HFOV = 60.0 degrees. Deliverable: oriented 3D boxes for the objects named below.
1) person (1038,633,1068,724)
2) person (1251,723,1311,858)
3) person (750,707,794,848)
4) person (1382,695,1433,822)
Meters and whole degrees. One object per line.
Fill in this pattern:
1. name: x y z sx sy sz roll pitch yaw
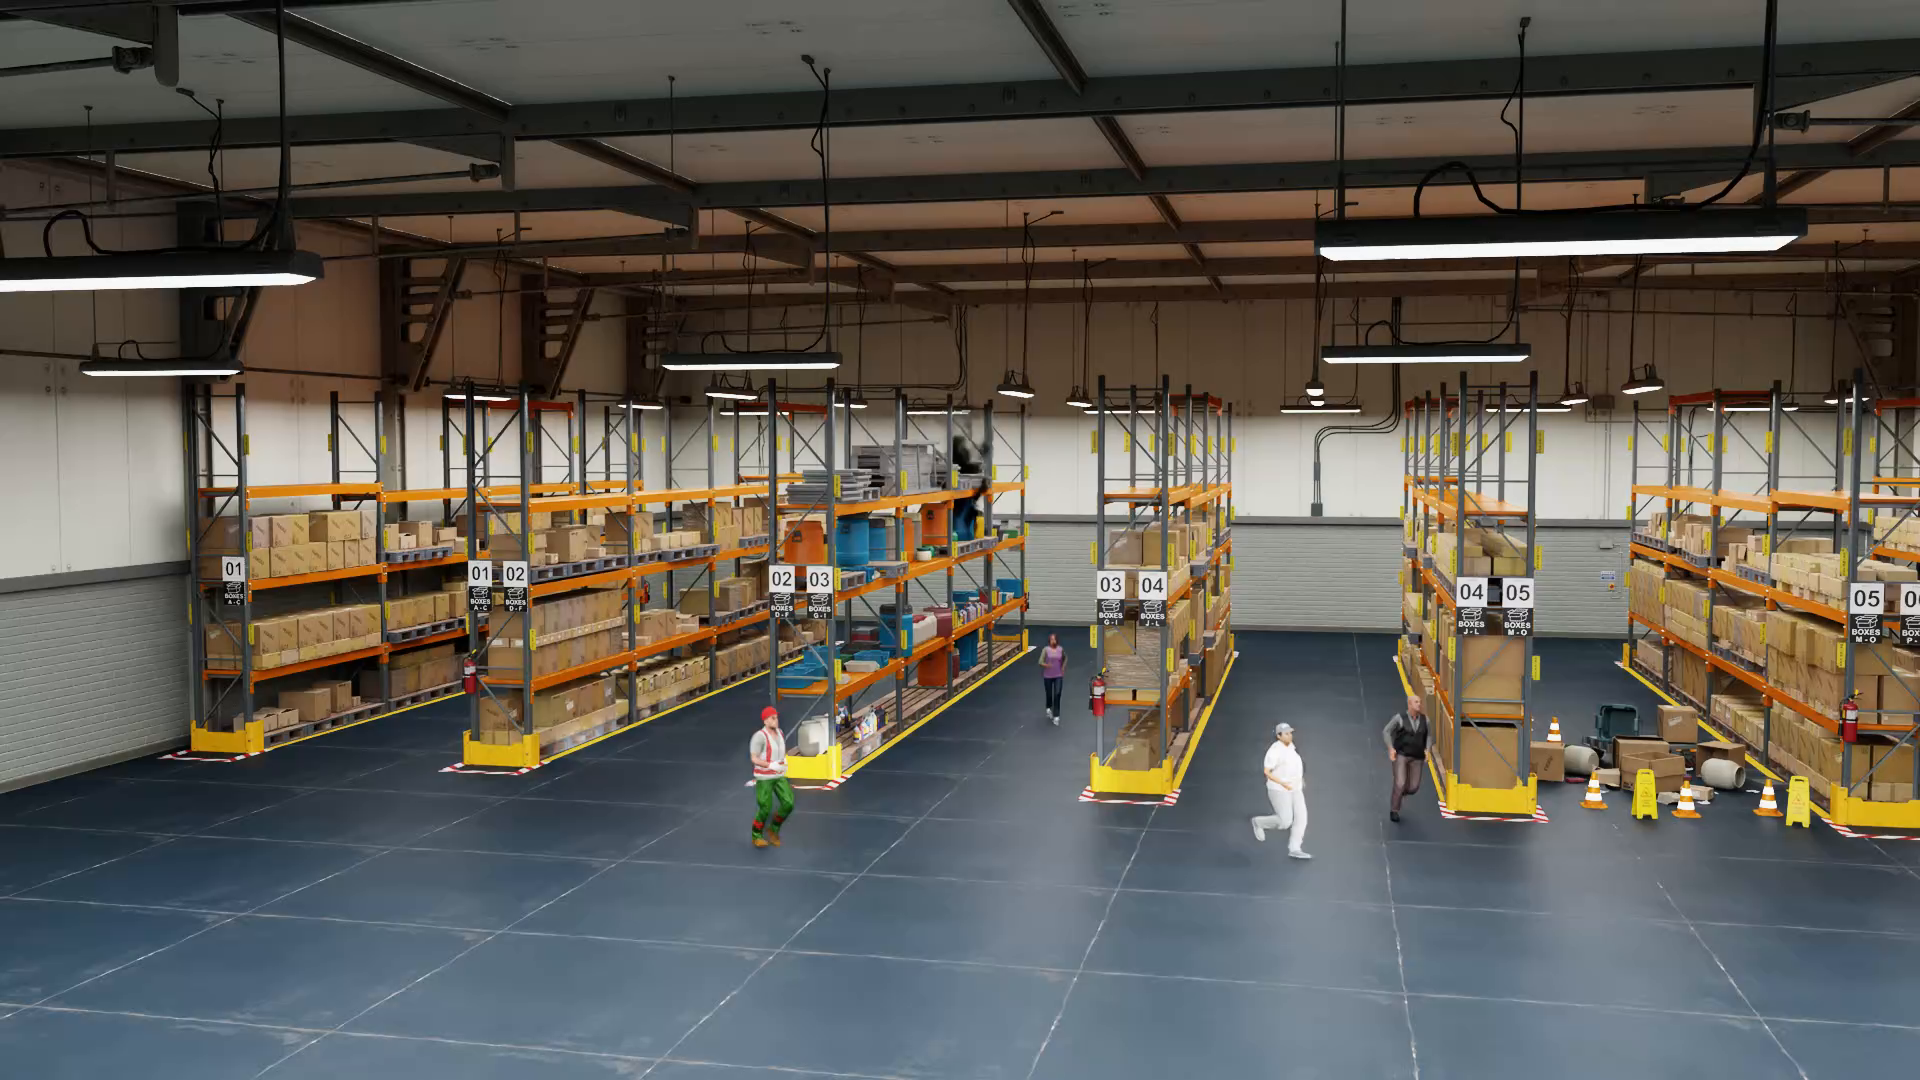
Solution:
1. person: 1.675 2.466 29.835 0.545 1.580 0.873 0 3 -3
2. person: 3.962 3.039 20.275 0.621 1.624 0.769 -3 4 -43
3. person: -2.299 2.946 20.543 0.676 1.785 0.686 3 4 41
4. person: 6.014 2.908 22.321 0.701 1.672 0.569 0 3 -3
